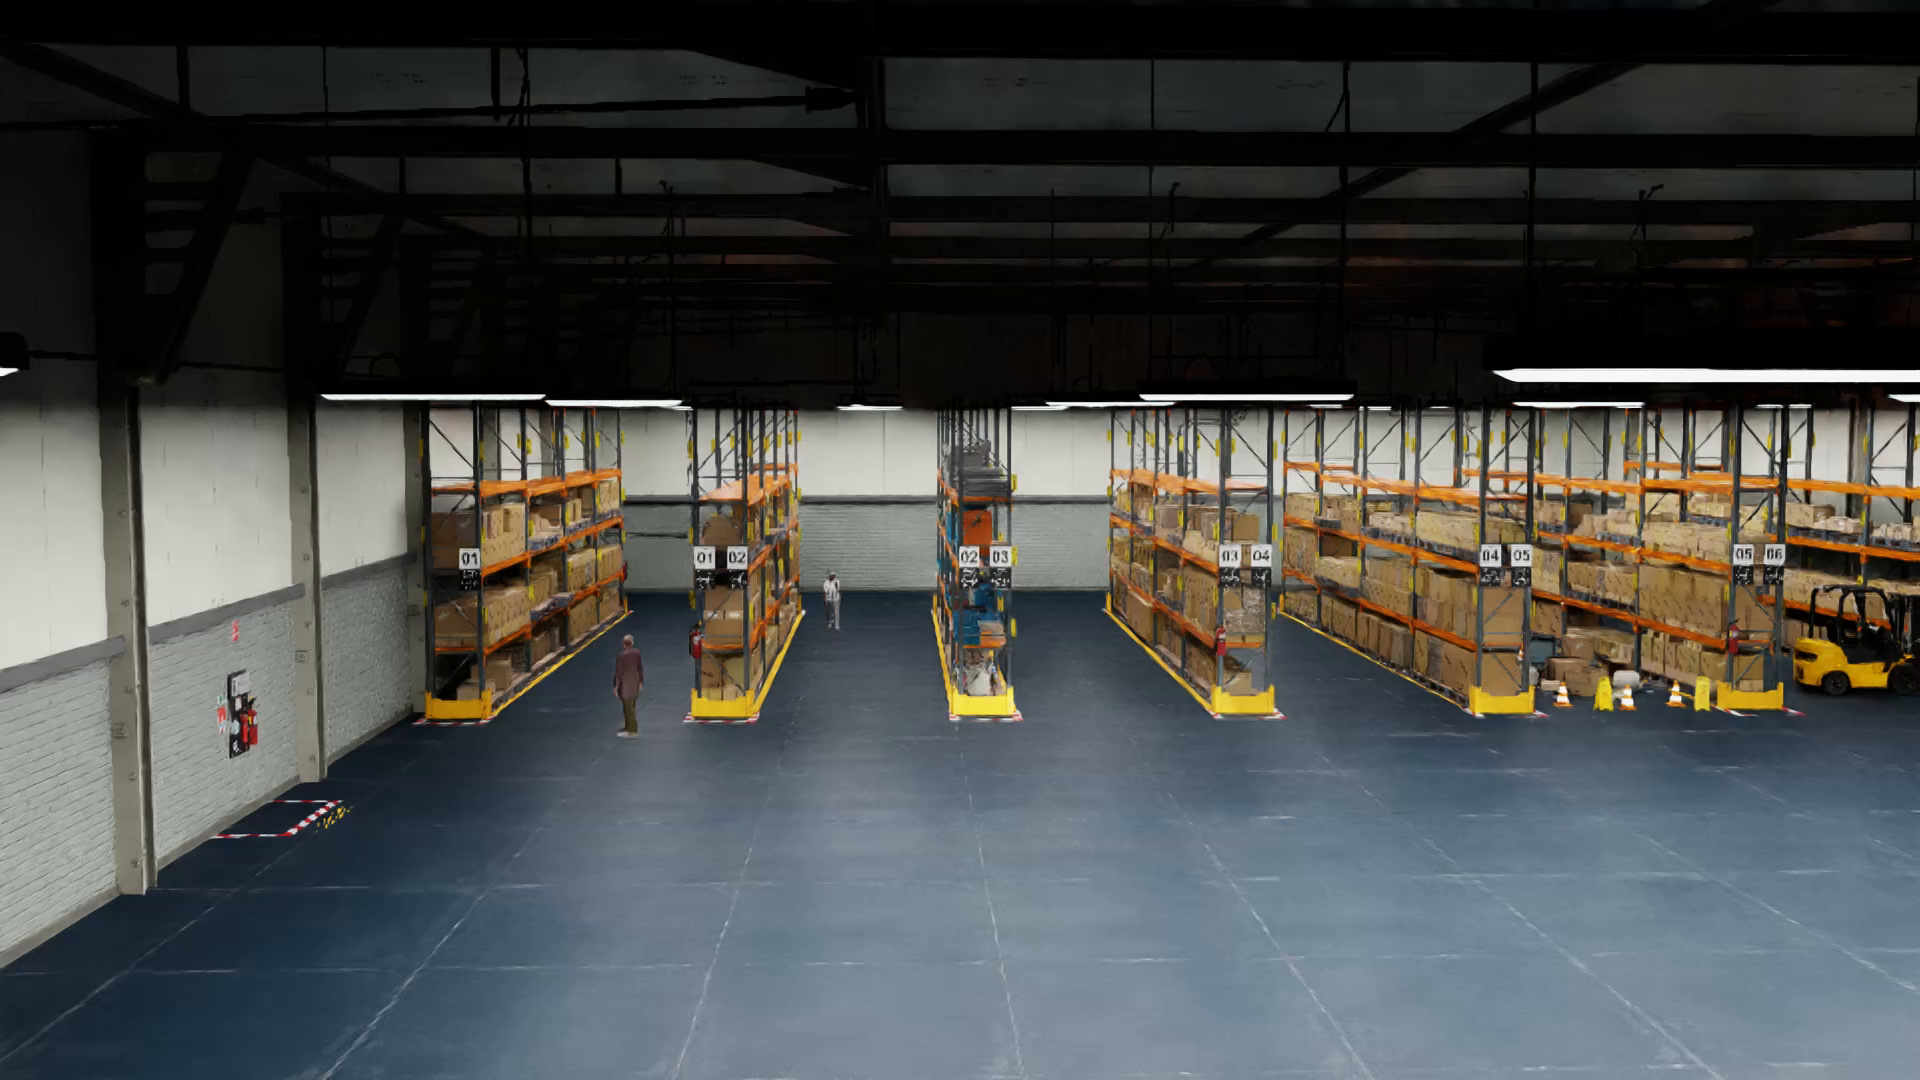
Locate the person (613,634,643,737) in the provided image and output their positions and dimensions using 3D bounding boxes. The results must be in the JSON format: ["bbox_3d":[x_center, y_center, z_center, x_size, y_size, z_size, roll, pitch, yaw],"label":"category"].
[{"bbox_3d":[-5.887,2.548,29.377,0.630,1.773,0.678,2,5,28],"label":"person"}]

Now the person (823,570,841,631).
[{"bbox_3d":[-3.341,1.555,43.440,0.455,1.587,1.088,0,4,-4],"label":"person"}]
